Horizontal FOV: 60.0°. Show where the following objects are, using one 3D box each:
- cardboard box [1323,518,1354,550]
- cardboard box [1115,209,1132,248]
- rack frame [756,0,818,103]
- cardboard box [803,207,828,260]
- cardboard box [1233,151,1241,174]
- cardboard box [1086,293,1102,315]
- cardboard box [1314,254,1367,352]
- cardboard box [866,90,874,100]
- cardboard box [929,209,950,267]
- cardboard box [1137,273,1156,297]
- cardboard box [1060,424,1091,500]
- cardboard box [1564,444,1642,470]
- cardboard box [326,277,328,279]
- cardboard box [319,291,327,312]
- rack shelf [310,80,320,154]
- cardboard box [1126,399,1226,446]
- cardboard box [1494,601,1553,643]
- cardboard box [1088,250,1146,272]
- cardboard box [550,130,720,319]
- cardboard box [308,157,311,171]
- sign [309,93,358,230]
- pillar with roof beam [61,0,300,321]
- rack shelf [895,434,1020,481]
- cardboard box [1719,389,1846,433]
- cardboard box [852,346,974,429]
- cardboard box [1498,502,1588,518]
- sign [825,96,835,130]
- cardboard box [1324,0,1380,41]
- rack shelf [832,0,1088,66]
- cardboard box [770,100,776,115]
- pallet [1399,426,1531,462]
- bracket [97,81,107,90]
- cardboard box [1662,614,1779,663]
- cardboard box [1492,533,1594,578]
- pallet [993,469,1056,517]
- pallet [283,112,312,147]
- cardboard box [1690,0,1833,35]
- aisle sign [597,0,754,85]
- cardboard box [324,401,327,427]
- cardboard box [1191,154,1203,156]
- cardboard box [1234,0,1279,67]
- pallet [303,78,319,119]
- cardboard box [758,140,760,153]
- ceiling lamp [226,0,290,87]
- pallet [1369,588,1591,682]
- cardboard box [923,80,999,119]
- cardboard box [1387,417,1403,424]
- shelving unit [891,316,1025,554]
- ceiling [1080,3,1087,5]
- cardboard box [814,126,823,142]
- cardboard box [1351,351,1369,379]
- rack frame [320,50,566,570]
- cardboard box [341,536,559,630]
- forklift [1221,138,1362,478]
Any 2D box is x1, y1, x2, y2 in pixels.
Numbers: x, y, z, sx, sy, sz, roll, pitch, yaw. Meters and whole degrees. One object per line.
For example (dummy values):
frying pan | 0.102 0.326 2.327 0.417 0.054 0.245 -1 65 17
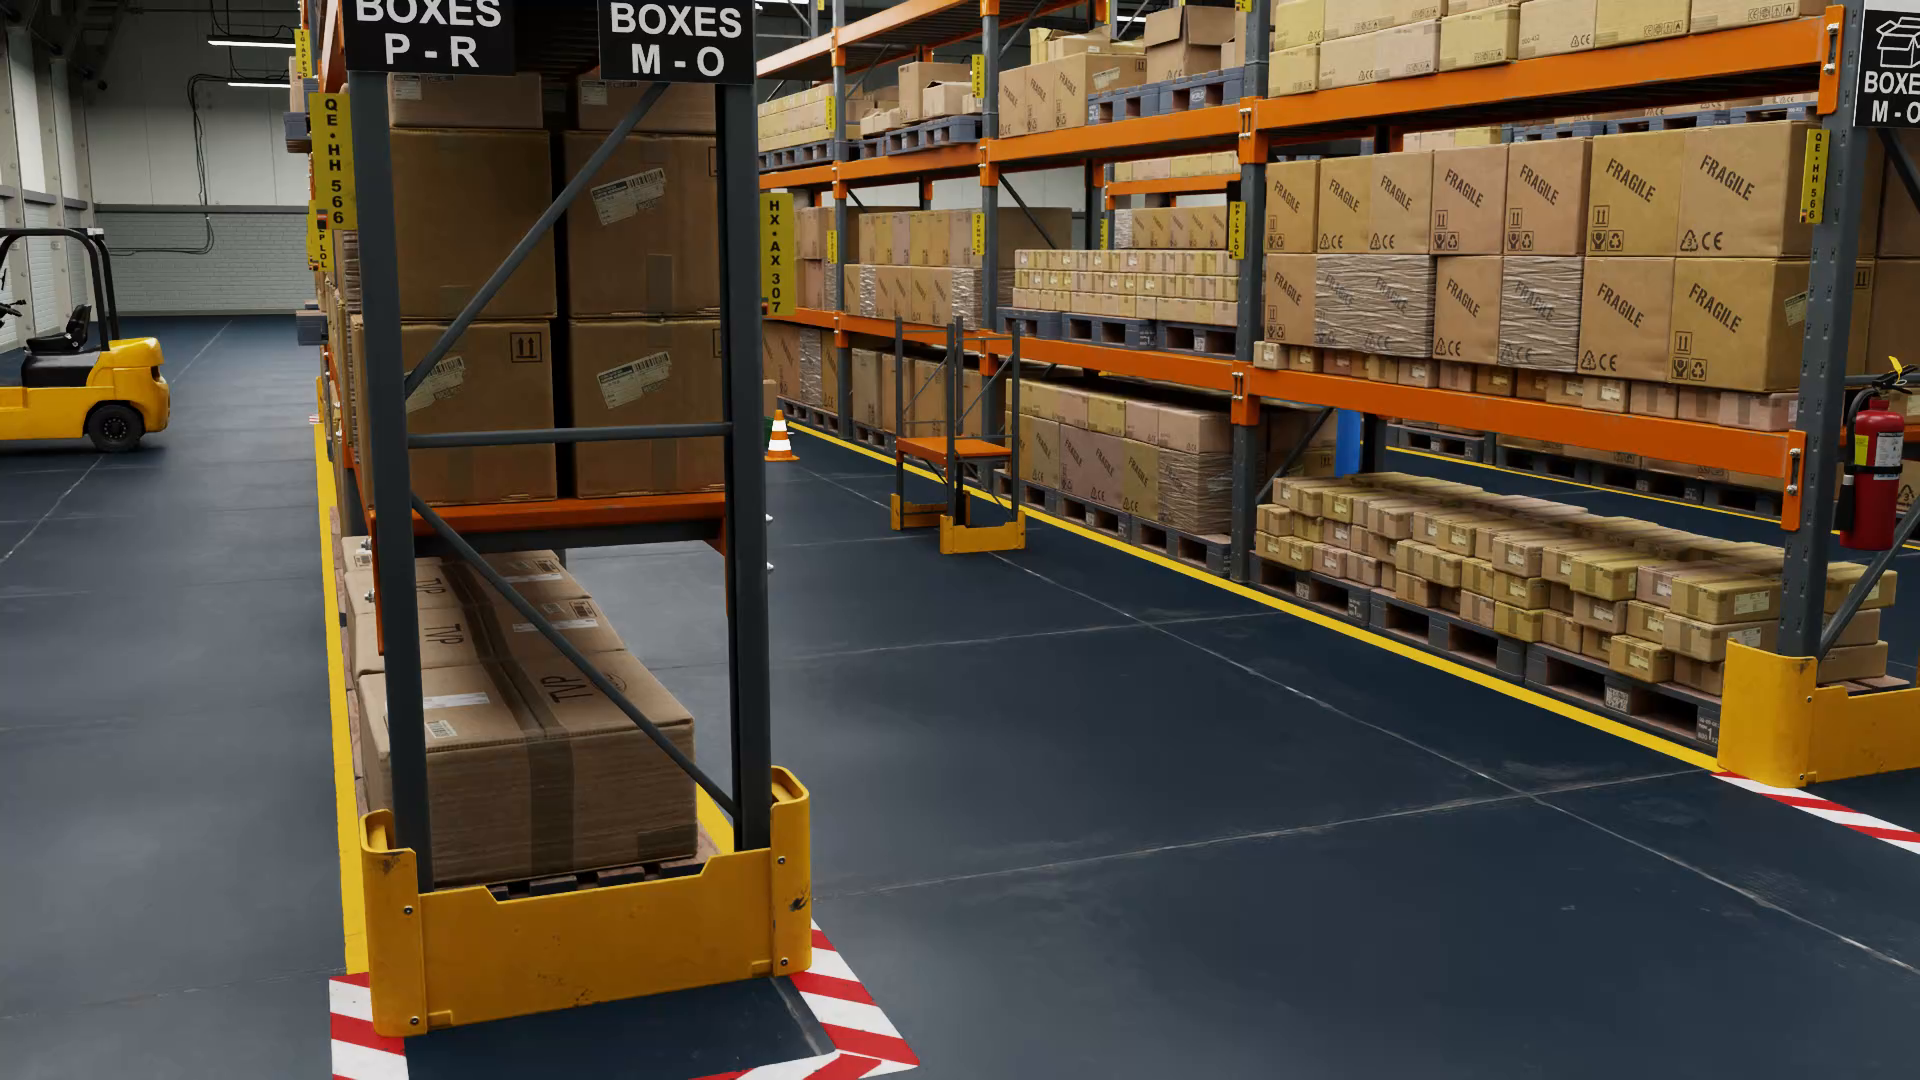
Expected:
cardboard box | 2.244 -0.048 9.219 0.380 0.149 0.250 -4 11 -21
cardboard box | 2.370 -4.089 21.854 0.500 0.500 0.500 -4 11 -21
rack frame | -2.235 -6.164 20.376 1.000 3.000 0.127 -4 11 -21
cardboard box | -1.195 -3.307 17.937 0.875 0.550 0.550 -4 11 -21
cardboard box | 3.465 -4.316 18.983 0.500 0.250 0.500 -3 11 -19
cardboard box | 1.120 -1.685 11.847 0.380 0.149 0.250 -4 11 -20
cardboard box | 2.244 -1.270 8.859 0.500 0.500 0.500 -4 11 -21
cardboard box | -0.786 -4.723 17.796 0.380 0.149 0.250 -4 11 -21
cardboard box | 0.138 -2.686 14.813 0.700 0.500 0.500 -4 11 -22
cardboard box | 1.405 -1.704 11.102 0.380 0.149 0.250 -5 11 -24
cardboard box | 1.058 -0.583 12.073 0.500 0.500 0.500 -4 11 -22
cardboard box | 5.870 -1.103 13.925 1.225 0.875 0.875 -4 11 -21
cardboard box | -3.604 -1.481 10.181 0.500 0.250 0.500 -4 11 -21
cardboard box | -4.549 -1.773 12.339 0.380 0.149 0.250 -4 11 -21
rack shelf | -3.188 -2.370 9.666 1.077 0.370 4.000 -4 11 -21
cardboard box | 1.434 -0.787 11.076 0.500 0.250 0.500 -3 11 -18
cardboard box | 2.722 0.365 7.747 0.380 0.149 0.250 -4 11 -23
cardboard box | 1.128 -1.978 11.794 0.380 0.149 0.250 -4 11 -19
cardboard box | -0.923 -0.906 4.806 0.500 0.500 0.500 -4 11 -22
cardboard box | -6.995 -4.158 18.381 0.380 0.149 0.250 -4 11 -21
sign | -1.525 -0.922 4.057 0.100 0.325 0.005 -4 11 -21
pillar with roof beam | -18.884 -10.516 44.847 9.100 9.000 0.548 -4 11 -21
rack shelf | -0.031 -0.575 11.399 0.538 0.185 1.000 -4 11 -21
cardboard box | 3.181 -0.510 6.439 0.380 0.149 0.250 -4 11 -21
cardboard box | -0.477 -1.561 16.853 1.050 0.750 0.750 -4 11 -21
cardboard box | 3.026 -0.098 8.646 0.380 0.149 0.250 -4 11 -23
sign | -1.302 -4.292 16.716 0.100 0.325 0.005 -4 11 -21
cardboard box | 2.240 -2.725 8.610 0.500 0.250 0.500 -4 11 -21
rack shelf | -0.061 -4.633 14.968 1.077 0.370 4.000 -4 11 -21
cardboard box | -1.951 -4.929 18.958 0.380 0.149 0.250 -4 11 -22
pallet | 5.041 -0.957 16.199 1.003 0.211 1.213 -4 11 -21
bracket | -23.575 -12.493 45.678 0.235 0.232 0.430 -4 11 -21
cardboard box | 3.106 0.384 6.788 0.380 0.149 0.250 -4 11 -22
cardboard box | 2.701 0.070 7.705 0.380 0.149 0.250 -3 11 -19
pallet | 0.946 -0.404 13.087 1.003 0.211 1.213 -4 11 -21
pallet | -4.860 -3.334 13.570 1.213 0.211 1.003 -4 11 -21
cardboard box | 3.151 -2.059 6.292 0.500 0.250 0.500 -4 11 -22
aisle sign | -0.718 -1.554 4.170 0.394 0.787 0.004 -4 11 -21
cardboard box | -6.030 -1.245 16.507 0.500 0.250 0.500 -4 11 -22
cardboard box | 3.004 -4.704 20.026 0.380 0.149 0.250 -3 11 -18
cardboard box | 2.078 -3.053 9.968 0.700 0.500 0.500 -4 11 -21
pallet | -3.630 -2.856 10.883 1.213 0.211 1.003 -3 11 -18
cardboard box | -2.227 -4.660 19.722 0.380 0.149 0.250 -4 11 -21
ceiling lamp | -17.069 -12.788 40.948 2.000 3.185 0.800 -4 11 -21
pallet | 2.835 0.428 8.409 1.003 0.211 1.213 -4 11 -21
cardboard box | 0.005 -3.745 14.112 0.500 0.311 0.500 -4 11 -21
cardboard box | 4.637 -1.478 17.047 0.700 0.500 0.500 -3 11 -16
shelving unit | -0.028 -0.751 11.359 0.587 1.500 1.083 -4 11 -21
ceiling | 1.944 -15.236 45.683 6.000 0.001 6.000 -4 11 -21
cardboard box | -1.307 -4.246 17.396 0.380 0.149 0.250 -4 11 -20
cardboard box | 2.312 -0.938 8.847 0.380 0.149 0.250 -4 11 -23
rack frame | -2.464 -0.921 8.031 1.000 3.000 0.127 -4 11 -21
cardboard box | -2.336 0.243 7.604 0.875 0.438 0.875 -4 11 -22
forklift | 2.704 -1.869 13.558 1.130 2.935 3.031 2 10 10
